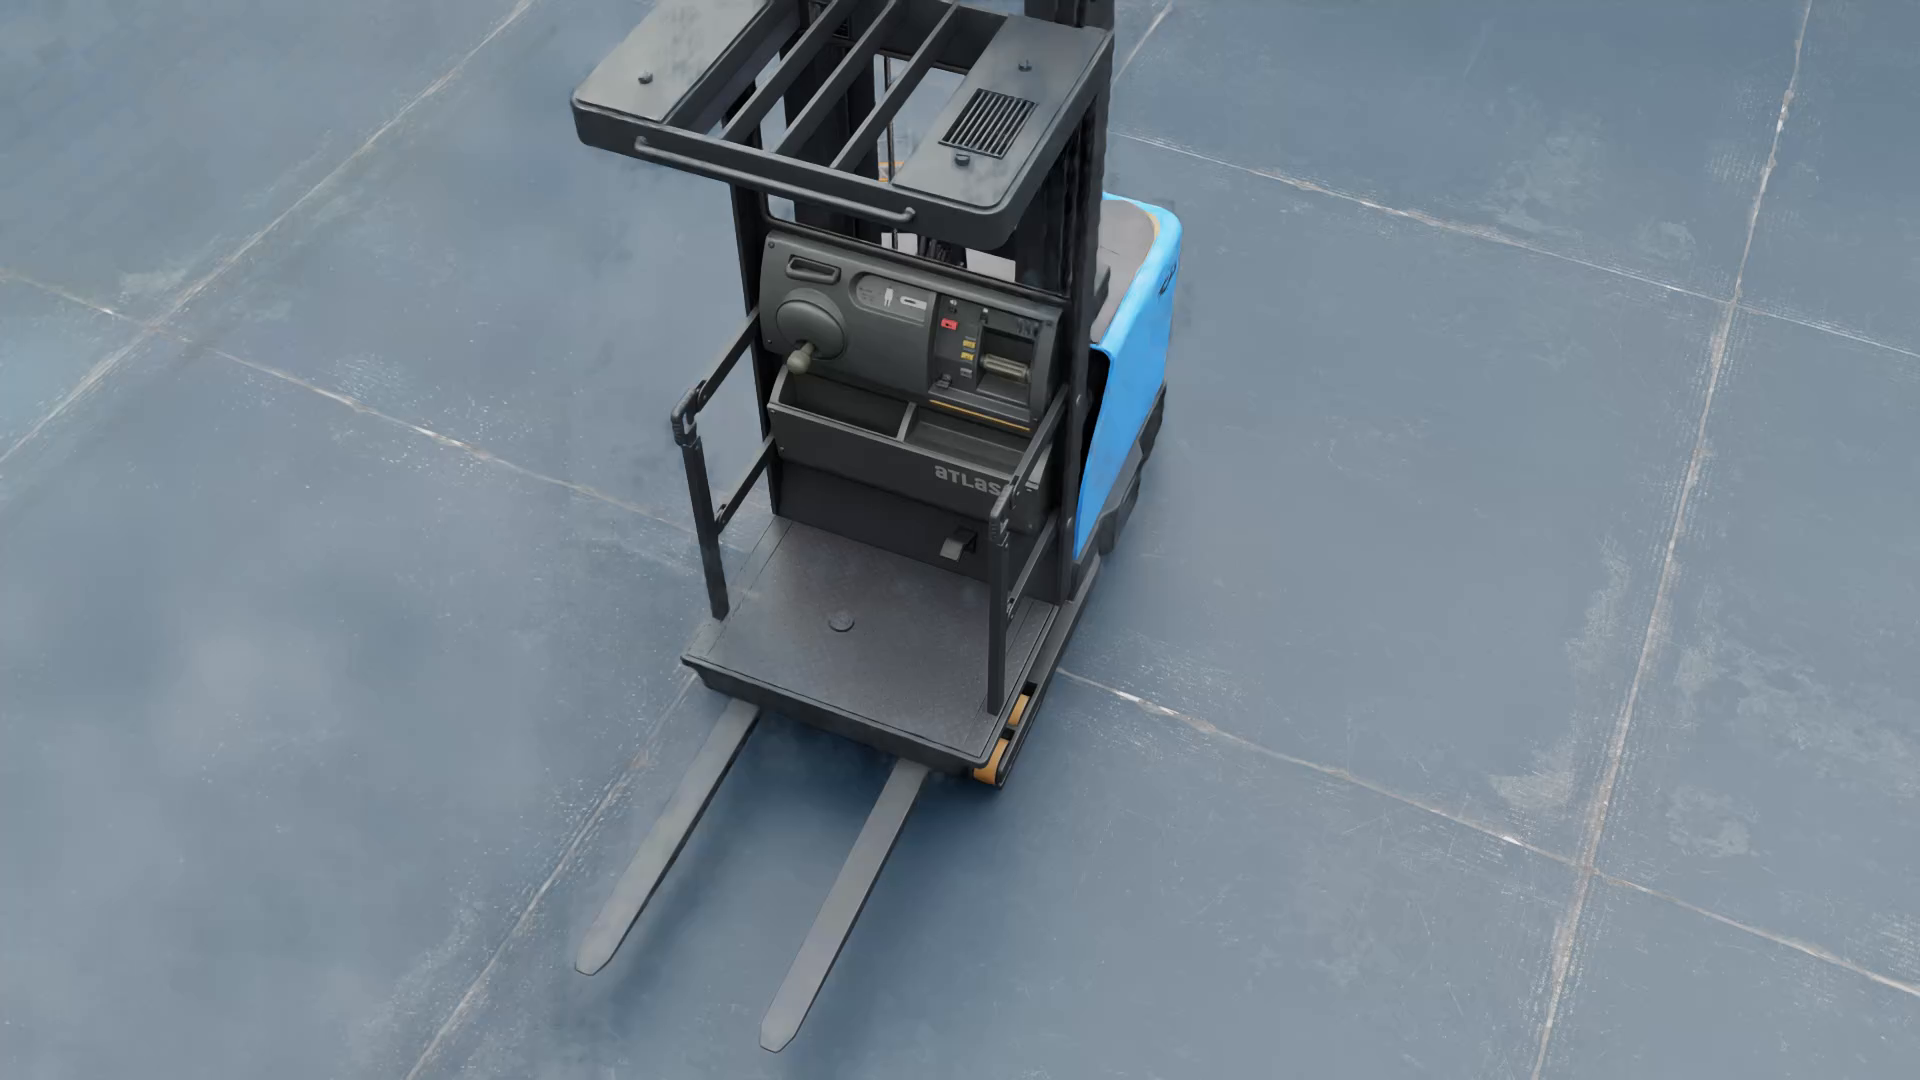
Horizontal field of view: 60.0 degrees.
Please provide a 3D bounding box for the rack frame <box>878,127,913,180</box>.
[{"bbox_3d":[-0.307,-1.429,7.217,0.240,0.006,1.200,-2,49,-2],"label":"rack frame"}]

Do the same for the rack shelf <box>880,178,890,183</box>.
[{"bbox_3d":[-0.318,-1.517,7.414,0.258,0.180,0.103,-2,49,-2],"label":"rack shelf"}]

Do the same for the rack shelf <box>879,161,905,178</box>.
[{"bbox_3d":[-0.325,-1.608,7.492,0.258,0.180,0.103,-2,49,-2],"label":"rack shelf"}]

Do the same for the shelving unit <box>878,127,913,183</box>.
[{"bbox_3d":[-0.307,-1.369,7.286,0.258,0.189,1.200,-2,49,-2],"label":"shelving unit"}]

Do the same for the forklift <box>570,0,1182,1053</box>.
[{"bbox_3d":[-0.242,-0.510,4.760,1.130,2.935,3.031,18,52,14],"label":"forklift"}]
